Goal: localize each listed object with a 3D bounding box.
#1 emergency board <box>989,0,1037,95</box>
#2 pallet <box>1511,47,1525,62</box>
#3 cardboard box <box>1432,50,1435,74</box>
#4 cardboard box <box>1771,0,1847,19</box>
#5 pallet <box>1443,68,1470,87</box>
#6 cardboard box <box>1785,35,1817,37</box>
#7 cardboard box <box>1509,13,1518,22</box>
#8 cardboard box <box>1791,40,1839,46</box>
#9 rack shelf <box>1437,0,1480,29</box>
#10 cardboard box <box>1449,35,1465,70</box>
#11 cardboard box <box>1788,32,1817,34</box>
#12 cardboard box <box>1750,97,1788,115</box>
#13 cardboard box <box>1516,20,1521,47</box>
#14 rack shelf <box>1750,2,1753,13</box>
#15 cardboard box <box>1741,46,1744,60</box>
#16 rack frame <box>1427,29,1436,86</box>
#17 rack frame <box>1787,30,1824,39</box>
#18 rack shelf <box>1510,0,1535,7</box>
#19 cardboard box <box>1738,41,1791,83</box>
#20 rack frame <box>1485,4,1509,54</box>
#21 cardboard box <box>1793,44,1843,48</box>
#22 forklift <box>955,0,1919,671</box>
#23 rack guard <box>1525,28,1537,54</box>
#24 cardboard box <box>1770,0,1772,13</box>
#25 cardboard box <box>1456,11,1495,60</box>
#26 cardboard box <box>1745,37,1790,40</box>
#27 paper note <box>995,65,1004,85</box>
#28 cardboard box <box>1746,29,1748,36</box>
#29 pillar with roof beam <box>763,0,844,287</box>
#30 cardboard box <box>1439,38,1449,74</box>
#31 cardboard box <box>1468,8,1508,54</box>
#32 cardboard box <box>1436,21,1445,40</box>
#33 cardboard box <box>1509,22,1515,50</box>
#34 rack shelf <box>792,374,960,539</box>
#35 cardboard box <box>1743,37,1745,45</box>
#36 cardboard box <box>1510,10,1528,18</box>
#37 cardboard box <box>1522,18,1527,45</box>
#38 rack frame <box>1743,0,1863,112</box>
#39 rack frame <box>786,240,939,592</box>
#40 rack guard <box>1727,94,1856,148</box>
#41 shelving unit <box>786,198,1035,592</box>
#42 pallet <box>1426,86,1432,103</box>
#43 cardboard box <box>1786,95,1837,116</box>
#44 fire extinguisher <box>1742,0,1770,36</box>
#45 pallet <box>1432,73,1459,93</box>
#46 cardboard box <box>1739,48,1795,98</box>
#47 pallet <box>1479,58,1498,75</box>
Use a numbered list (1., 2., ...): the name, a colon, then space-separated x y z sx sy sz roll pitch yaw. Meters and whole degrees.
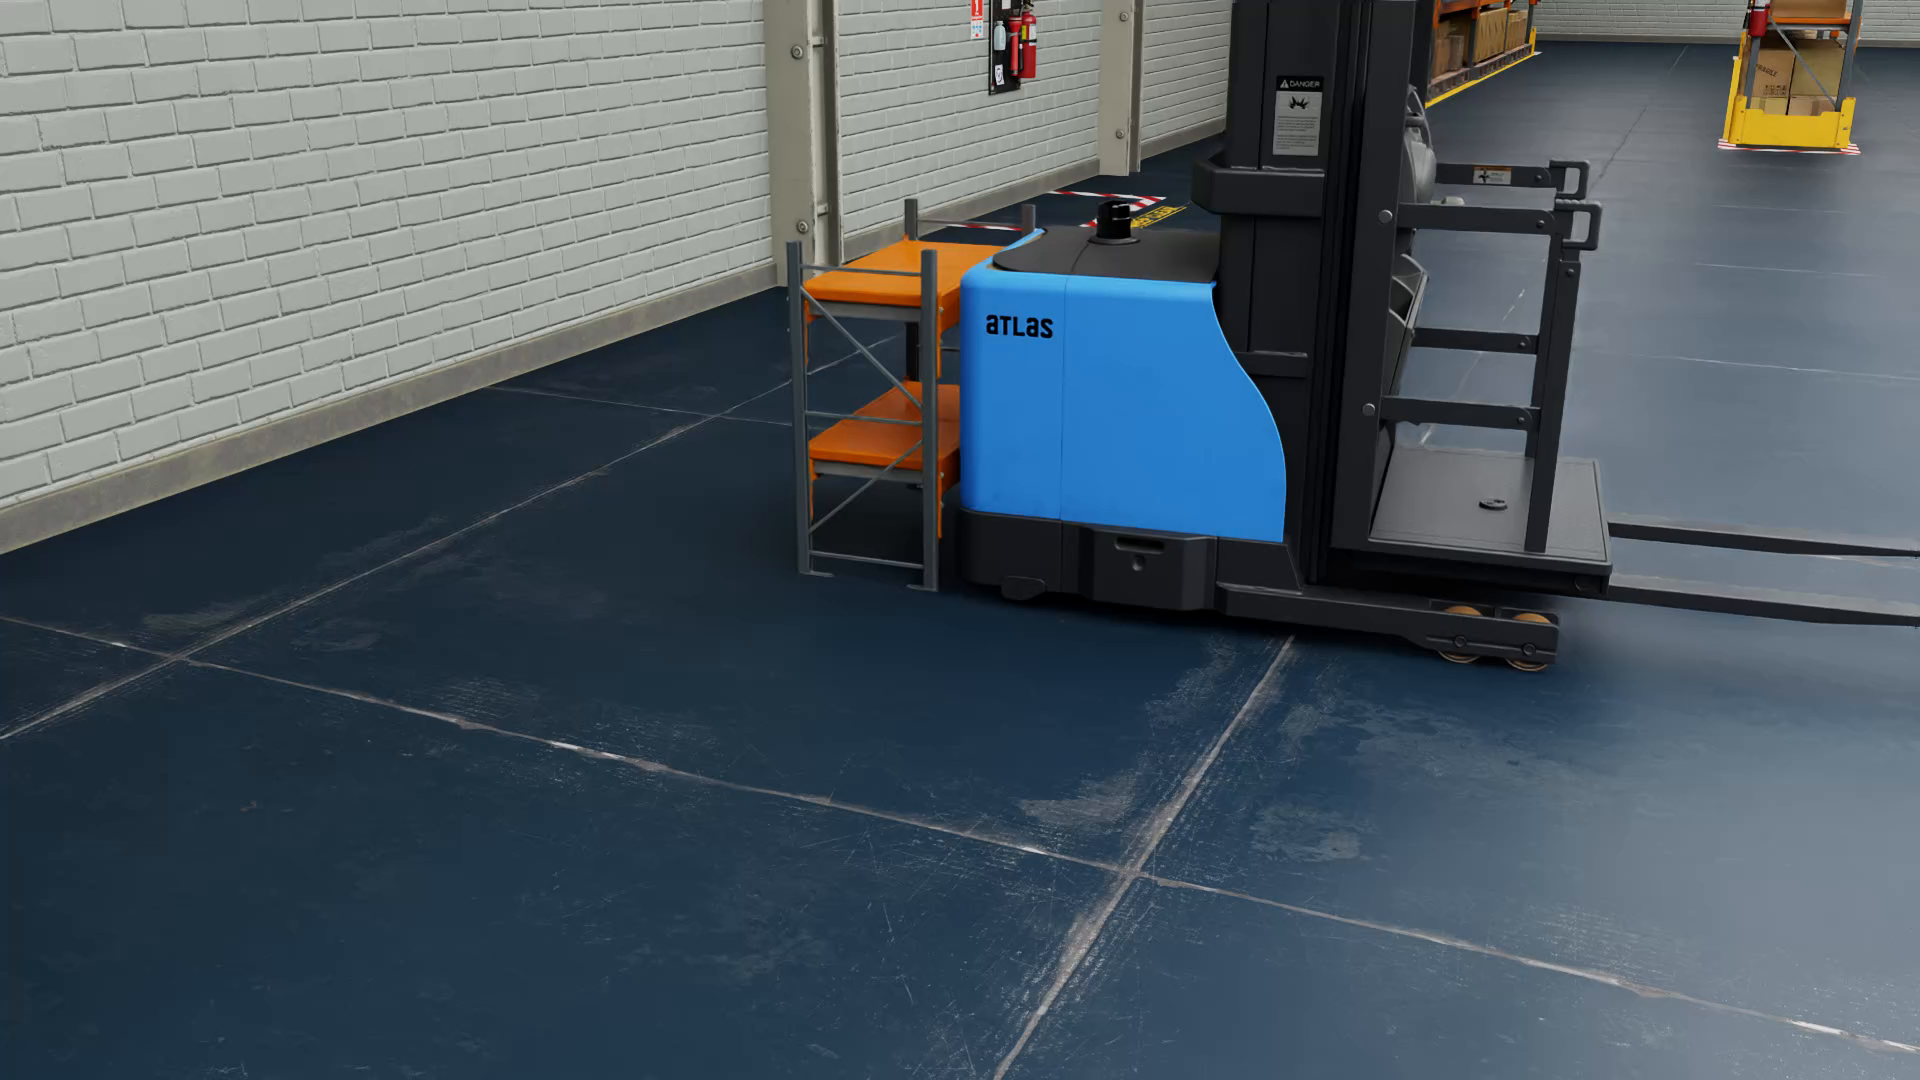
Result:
1. emergency board: 0.450 -4.141 13.135 0.194 1.169 0.643 9 21 23
2. pallet: 10.251 -9.343 31.925 1.003 0.211 1.213 9 21 23
3. cardboard box: 6.547 -7.037 24.353 0.700 0.500 0.500 8 21 22
4. cardboard box: 9.180 -5.902 17.938 0.700 0.500 0.500 9 21 23
5. pallet: 7.411 -7.285 26.140 1.003 0.211 1.213 9 21 23
6. cardboard box: 13.120 -7.602 25.943 0.500 0.500 0.500 8 21 22
7. cardboard box: 10.291 -9.840 31.297 0.380 0.149 0.250 8 21 21
8. cardboard box: 10.208 -5.716 19.922 0.500 0.500 0.500 9 21 23
9. rack shelf: 6.914 -7.888 24.745 1.077 0.370 4.000 9 21 23
10. cardboard box: 7.485 -7.640 26.050 0.700 0.500 0.500 9 21 23
11. cardboard box: 13.535 -7.918 26.831 0.500 0.500 0.500 9 21 23
12. cardboard box: 8.927 -4.821 18.524 0.500 0.250 0.500 9 21 23
13. cardboard box: 10.403 -9.769 32.065 0.700 0.500 0.500 8 21 21
14. rack shelf: 11.434 -7.209 22.837 1.077 0.370 4.000 9 21 23
15. cardboard box: 11.771 -7.206 24.395 0.500 0.311 0.500 9 22 25
16. rack frame: 6.095 -7.615 22.905 1.000 3.000 0.127 9 21 23
17. rack frame: 12.253 -8.159 24.435 1.000 3.000 0.127 9 21 23
18. rack shelf: 10.189 -10.333 31.621 1.077 0.370 4.000 9 21 23
19. cardboard box: 9.528 -5.635 19.694 0.500 0.500 0.500 9 21 23
20. rack frame: 9.370 -10.061 29.782 1.000 3.000 0.127 9 21 23
21. cardboard box: 9.796 -5.411 19.064 0.500 0.500 0.500 9 21 23
22. forklift: 1.560 -1.195 4.955 3.031 2.935 1.130 6 20 17
23. rack guard: 11.018 -10.113 33.659 1.175 0.500 0.348 9 21 23
24. cardboard box: 9.812 -6.376 19.270 0.700 0.500 0.500 9 22 24
25. cardboard box: 8.518 -8.497 27.965 0.750 0.750 0.750 8 21 22
26. cardboard box: 9.942 -5.940 20.551 0.500 0.500 0.500 9 21 23
27. paper note: 0.315 -3.681 13.157 0.016 0.148 0.142 9 21 23
28. cardboard box: 13.866 -8.625 28.818 0.500 0.500 0.500 9 21 23
29. pillar with roof beam: 2.968 -5.293 7.421 9.100 9.000 0.400 9 21 23
30. cardboard box: 6.991 -7.343 25.214 0.700 0.500 0.500 8 21 22
31. cardboard box: 9.223 -9.029 29.463 0.750 0.750 0.750 9 21 23
32. cardboard box: 6.989 -7.670 25.014 0.500 0.250 0.500 8 21 22
33. cardboard box: 9.979 -9.449 31.164 0.700 0.500 0.500 8 21 22
34. rack shelf: -0.138 -0.320 5.921 0.538 0.278 1.000 7 21 19
35. cardboard box: 14.843 -9.237 30.911 0.500 0.250 0.500 9 21 23
36. cardboard box: 10.927 -10.317 32.639 0.380 0.149 0.250 8 21 22
37. cardboard box: 10.813 -10.076 32.928 0.700 0.500 0.500 9 21 23
38. rack frame: 8.977 -5.714 17.559 1.000 3.000 0.127 9 21 23
39. rack frame: -0.310 -0.390 5.388 0.500 1.125 0.032 7 21 19
40. rack guard: 8.968 -4.529 17.957 1.175 0.500 0.348 9 21 23
41. shelving unit: -0.138 -0.551 5.839 0.538 1.125 1.048 7 21 19
42. pallet: 5.852 -6.091 22.781 1.003 0.211 1.213 9 21 23
43. cardboard box: 9.400 -4.750 18.324 0.500 0.250 0.500 9 21 23
44. fire extinguisher: 8.505 -5.705 17.649 0.296 0.674 0.183 9 21 23
45. pallet: 6.910 -6.914 25.095 1.003 0.211 1.213 9 21 23
46. cardboard box: 8.925 -5.174 18.399 0.500 0.500 0.500 9 21 23
47. pallet: 8.625 -8.126 28.504 1.003 0.211 1.213 9 21 23
